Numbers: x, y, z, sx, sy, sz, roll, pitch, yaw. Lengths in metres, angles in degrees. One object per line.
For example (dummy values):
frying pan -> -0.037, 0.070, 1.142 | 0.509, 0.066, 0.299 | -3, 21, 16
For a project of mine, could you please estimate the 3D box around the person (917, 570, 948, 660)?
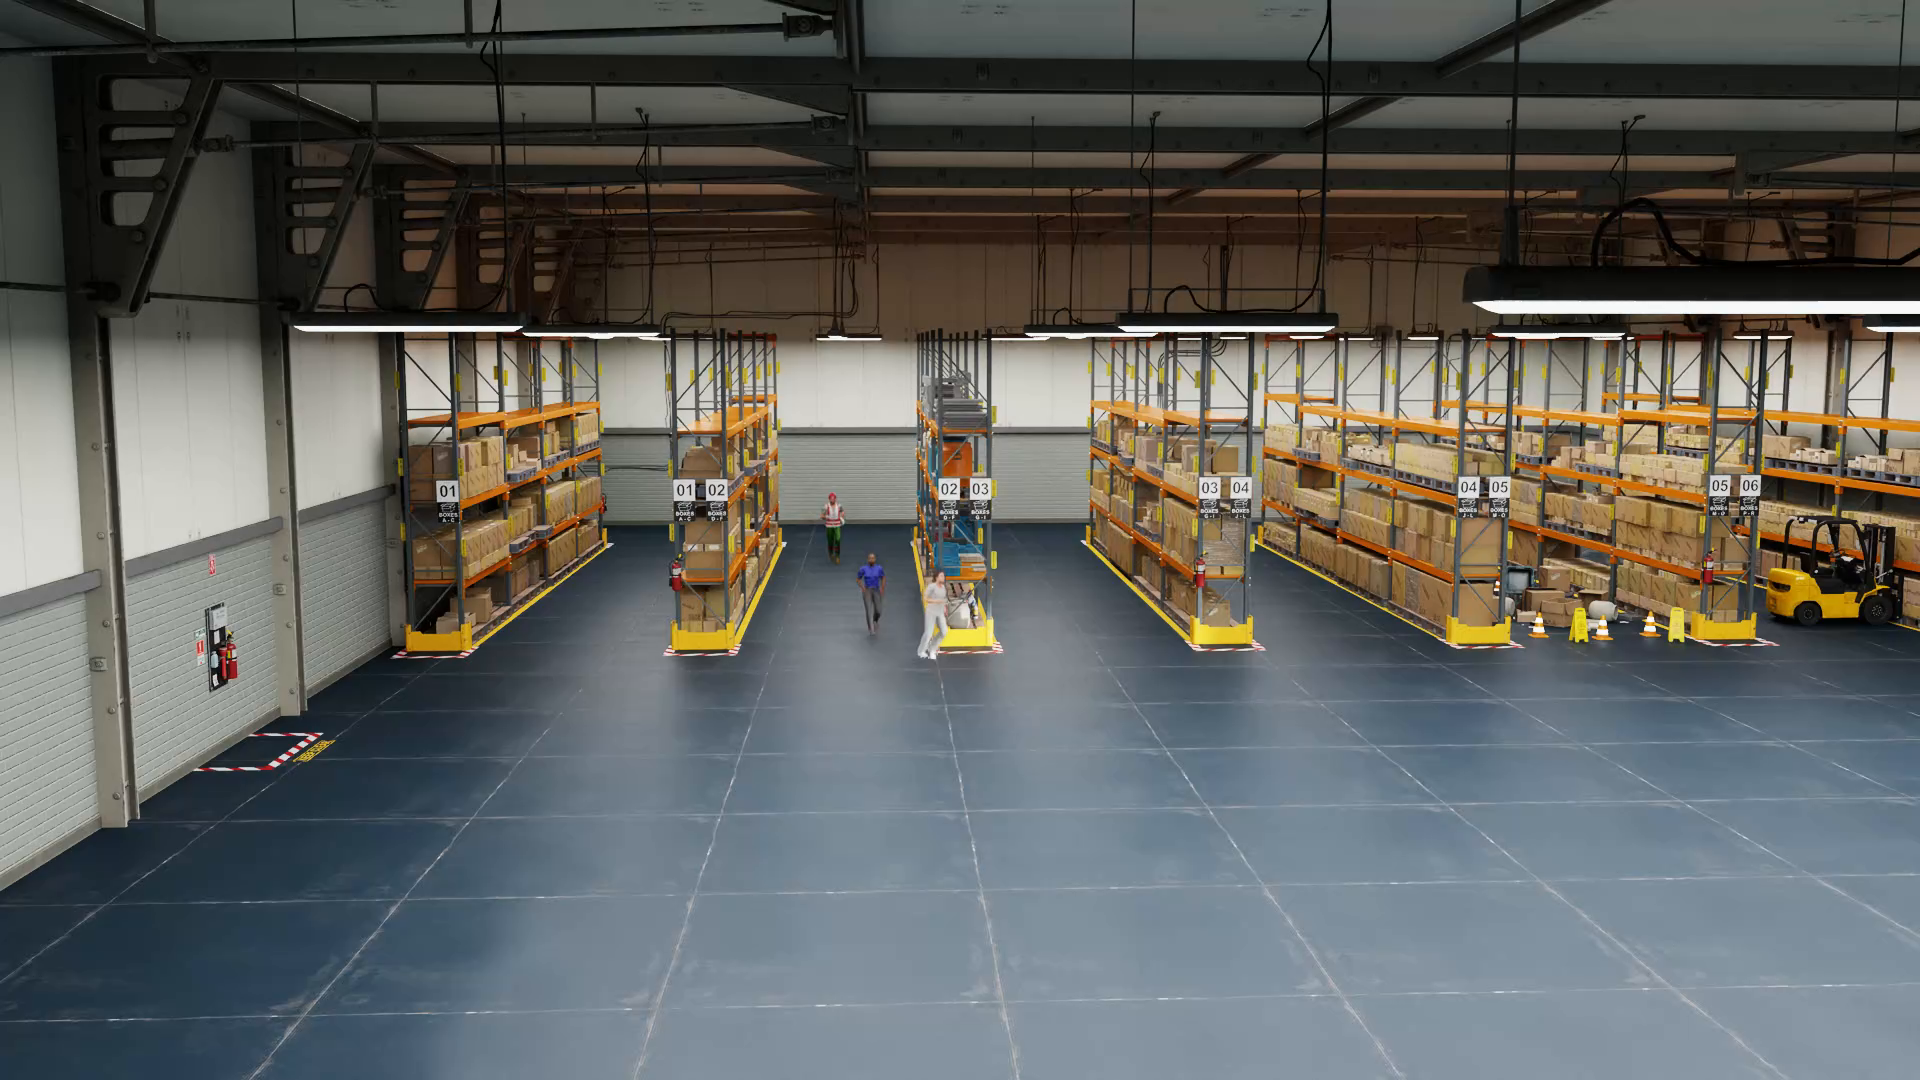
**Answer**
person -> -0.411, 1.356, 30.279 | 0.575, 1.639, 0.629 | -5, 8, -34

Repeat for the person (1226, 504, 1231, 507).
person -> 7.447, -0.593, 46.553 | 0.672, 1.682, 0.610 | 2, 7, 13

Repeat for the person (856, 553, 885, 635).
person -> -1.760, 1.059, 32.860 | 0.594, 1.607, 0.556 | -1, 7, -9

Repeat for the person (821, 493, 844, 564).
person -> -3.348, -0.319, 43.662 | 0.624, 1.833, 0.893 | -1, 7, -9
